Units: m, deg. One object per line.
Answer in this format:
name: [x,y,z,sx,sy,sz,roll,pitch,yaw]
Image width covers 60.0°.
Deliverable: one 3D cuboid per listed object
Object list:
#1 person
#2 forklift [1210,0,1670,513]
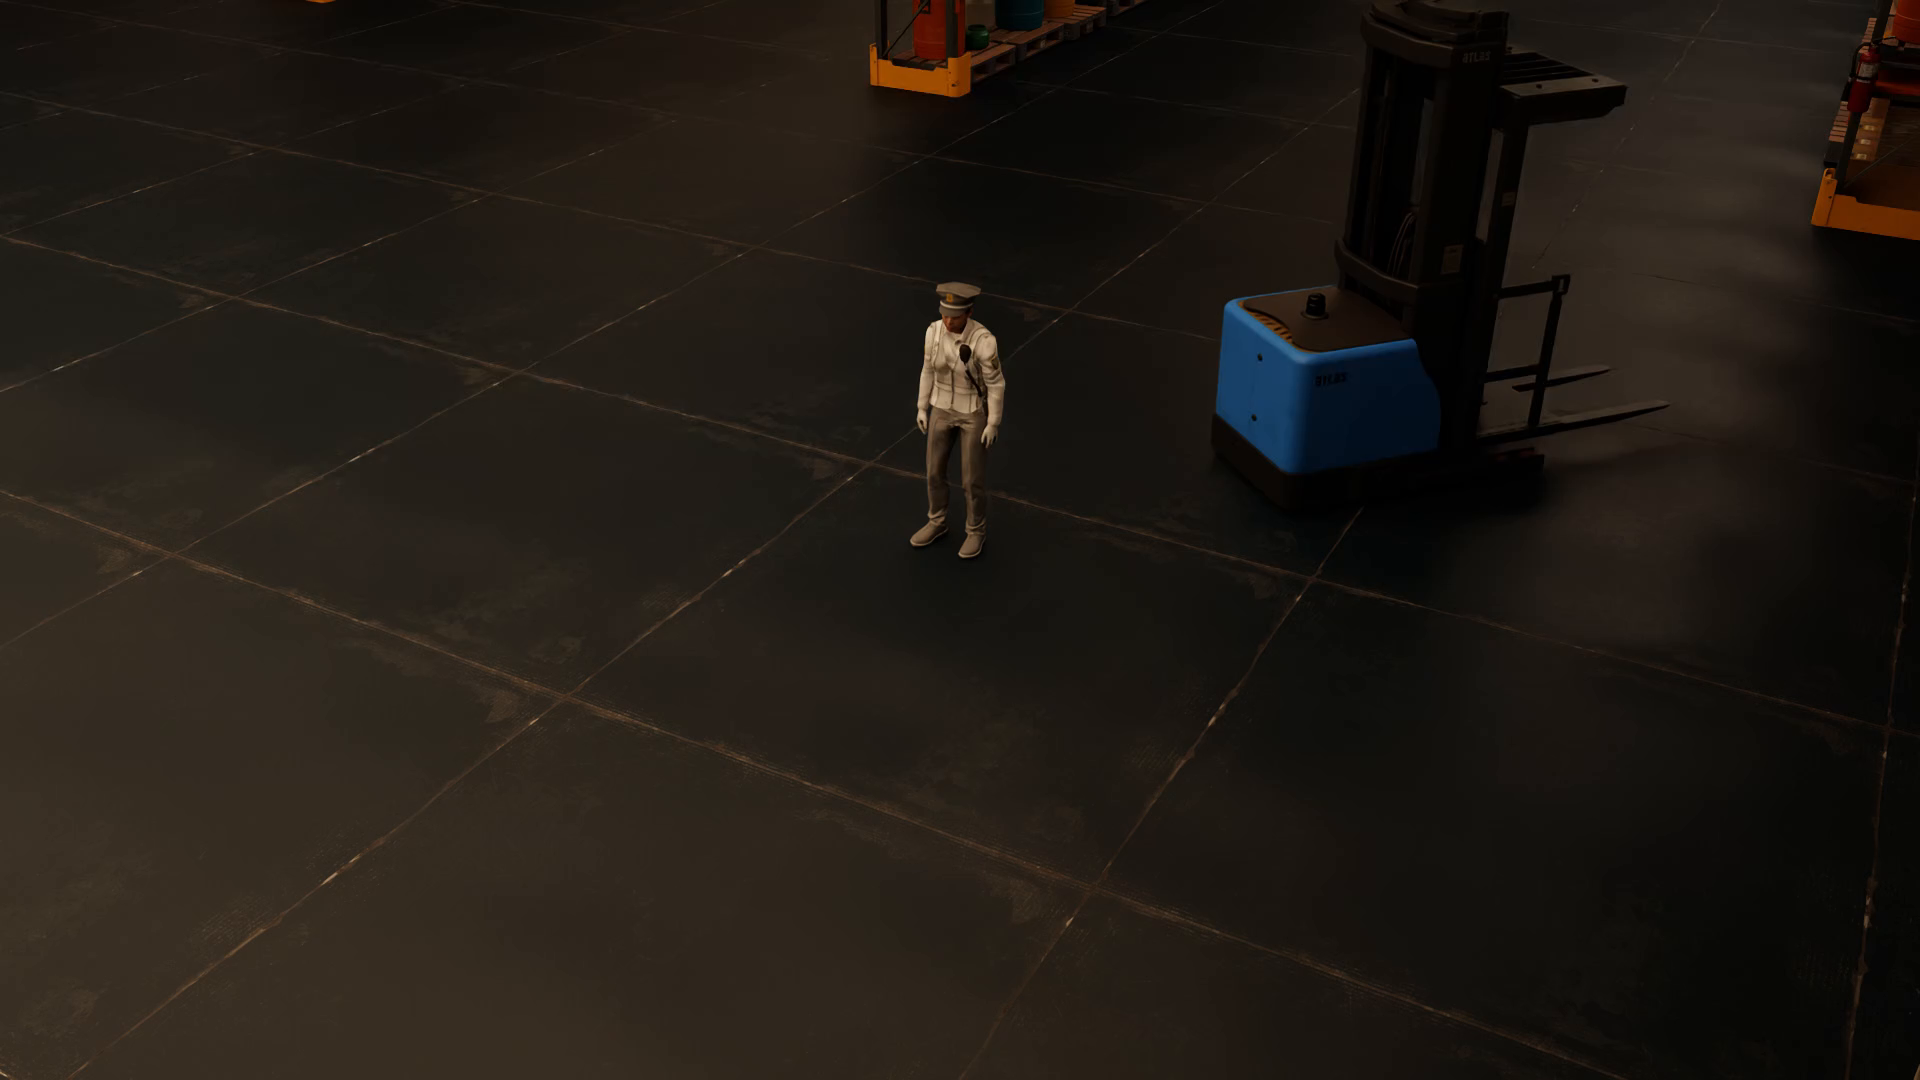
person: [-0.005,-0.704,9.561,0.529,1.663,0.372,14,33,23]
forklift: [3.222,-1.882,10.332,3.031,2.935,1.130,-10,32,-17]
